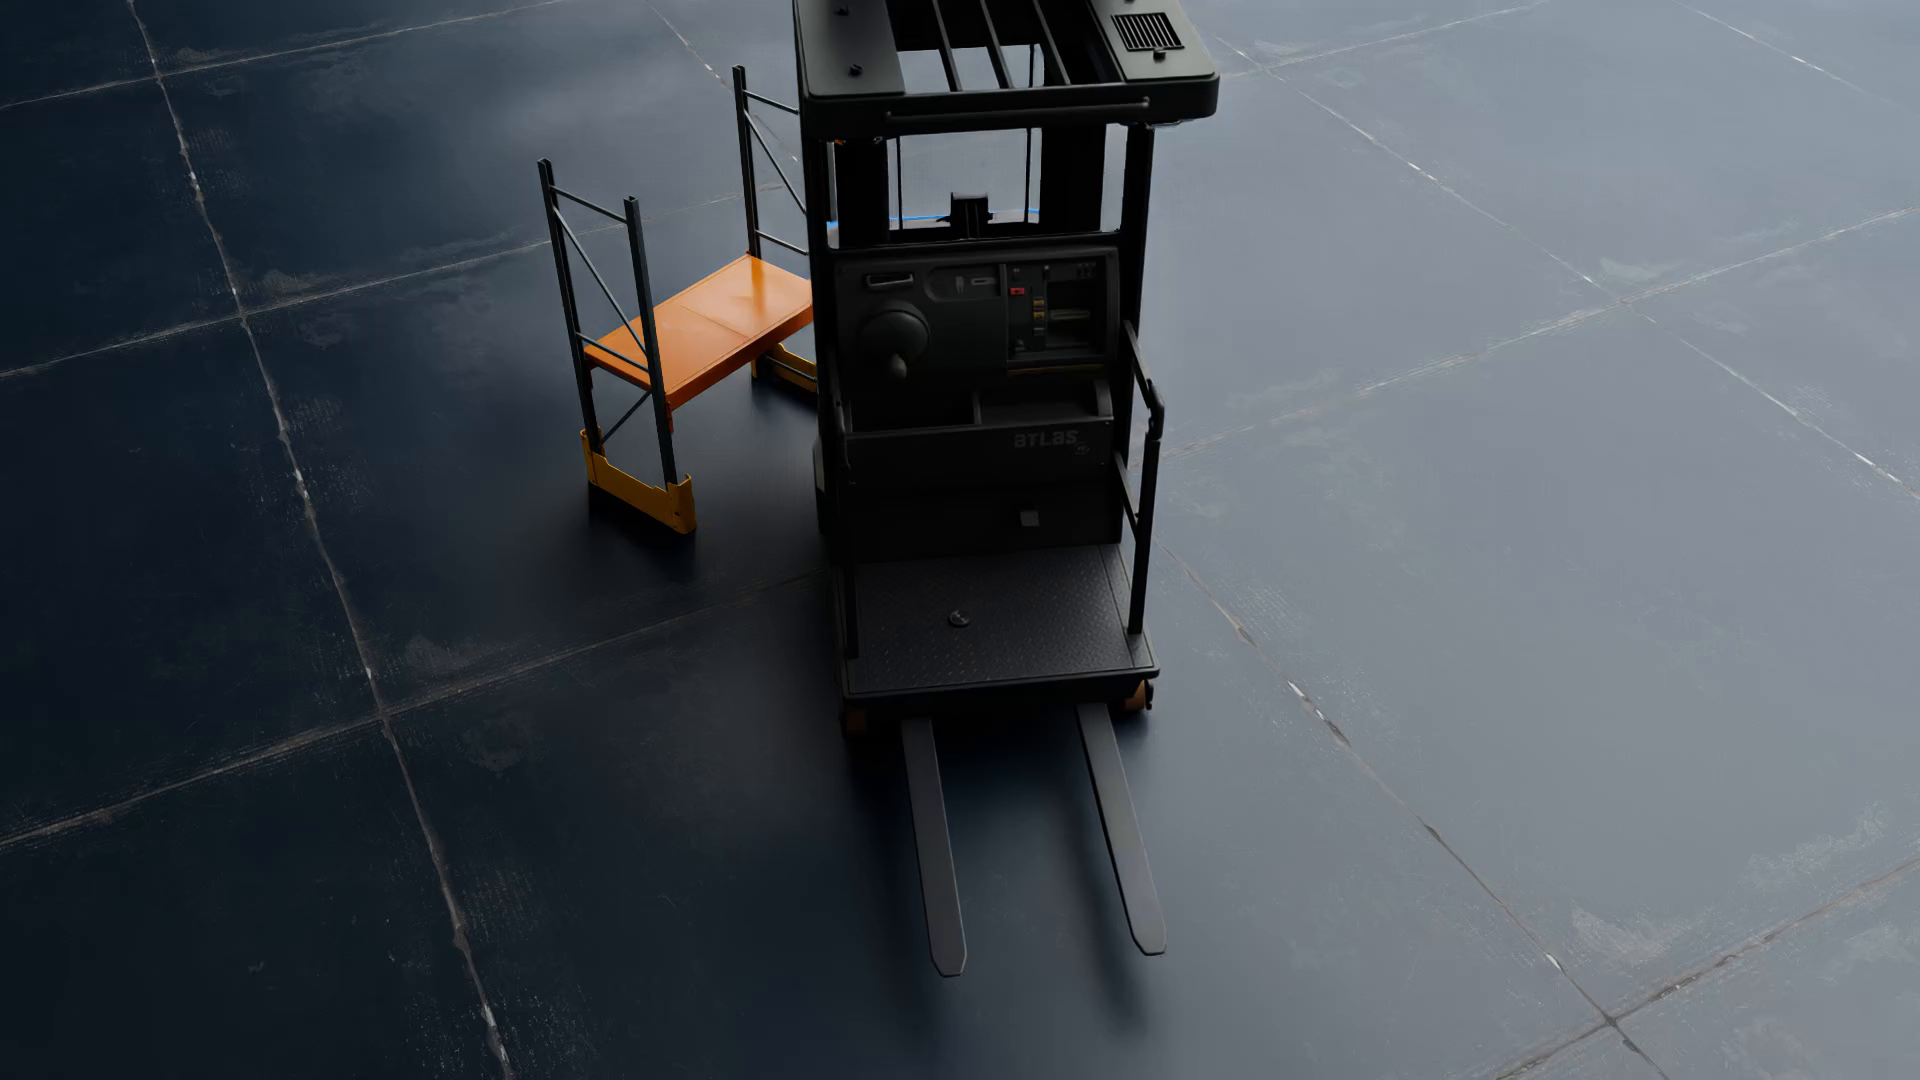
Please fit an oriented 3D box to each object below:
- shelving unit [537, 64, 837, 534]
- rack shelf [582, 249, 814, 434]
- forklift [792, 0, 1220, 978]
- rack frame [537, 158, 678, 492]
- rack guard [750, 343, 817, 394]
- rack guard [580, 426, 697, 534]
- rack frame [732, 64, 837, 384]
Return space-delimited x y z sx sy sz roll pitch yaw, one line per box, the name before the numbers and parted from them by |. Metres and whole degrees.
shelving unit | -1.018 -0.982 6.749 0.587 1.500 1.083 27 47 28
rack shelf | -1.023 -0.840 6.860 0.538 0.185 1.000 27 47 28
forklift | 0.089 -0.662 5.264 1.130 2.935 3.031 -5 40 -5
rack frame | -1.337 -0.719 6.439 0.500 1.500 0.032 27 47 28
rack guard | -0.710 -0.758 7.452 0.587 0.250 0.087 27 47 28
rack guard | -1.325 -0.252 6.854 0.587 0.250 0.087 27 47 28
rack frame | -0.709 -1.235 7.049 0.500 1.500 0.032 27 47 28
